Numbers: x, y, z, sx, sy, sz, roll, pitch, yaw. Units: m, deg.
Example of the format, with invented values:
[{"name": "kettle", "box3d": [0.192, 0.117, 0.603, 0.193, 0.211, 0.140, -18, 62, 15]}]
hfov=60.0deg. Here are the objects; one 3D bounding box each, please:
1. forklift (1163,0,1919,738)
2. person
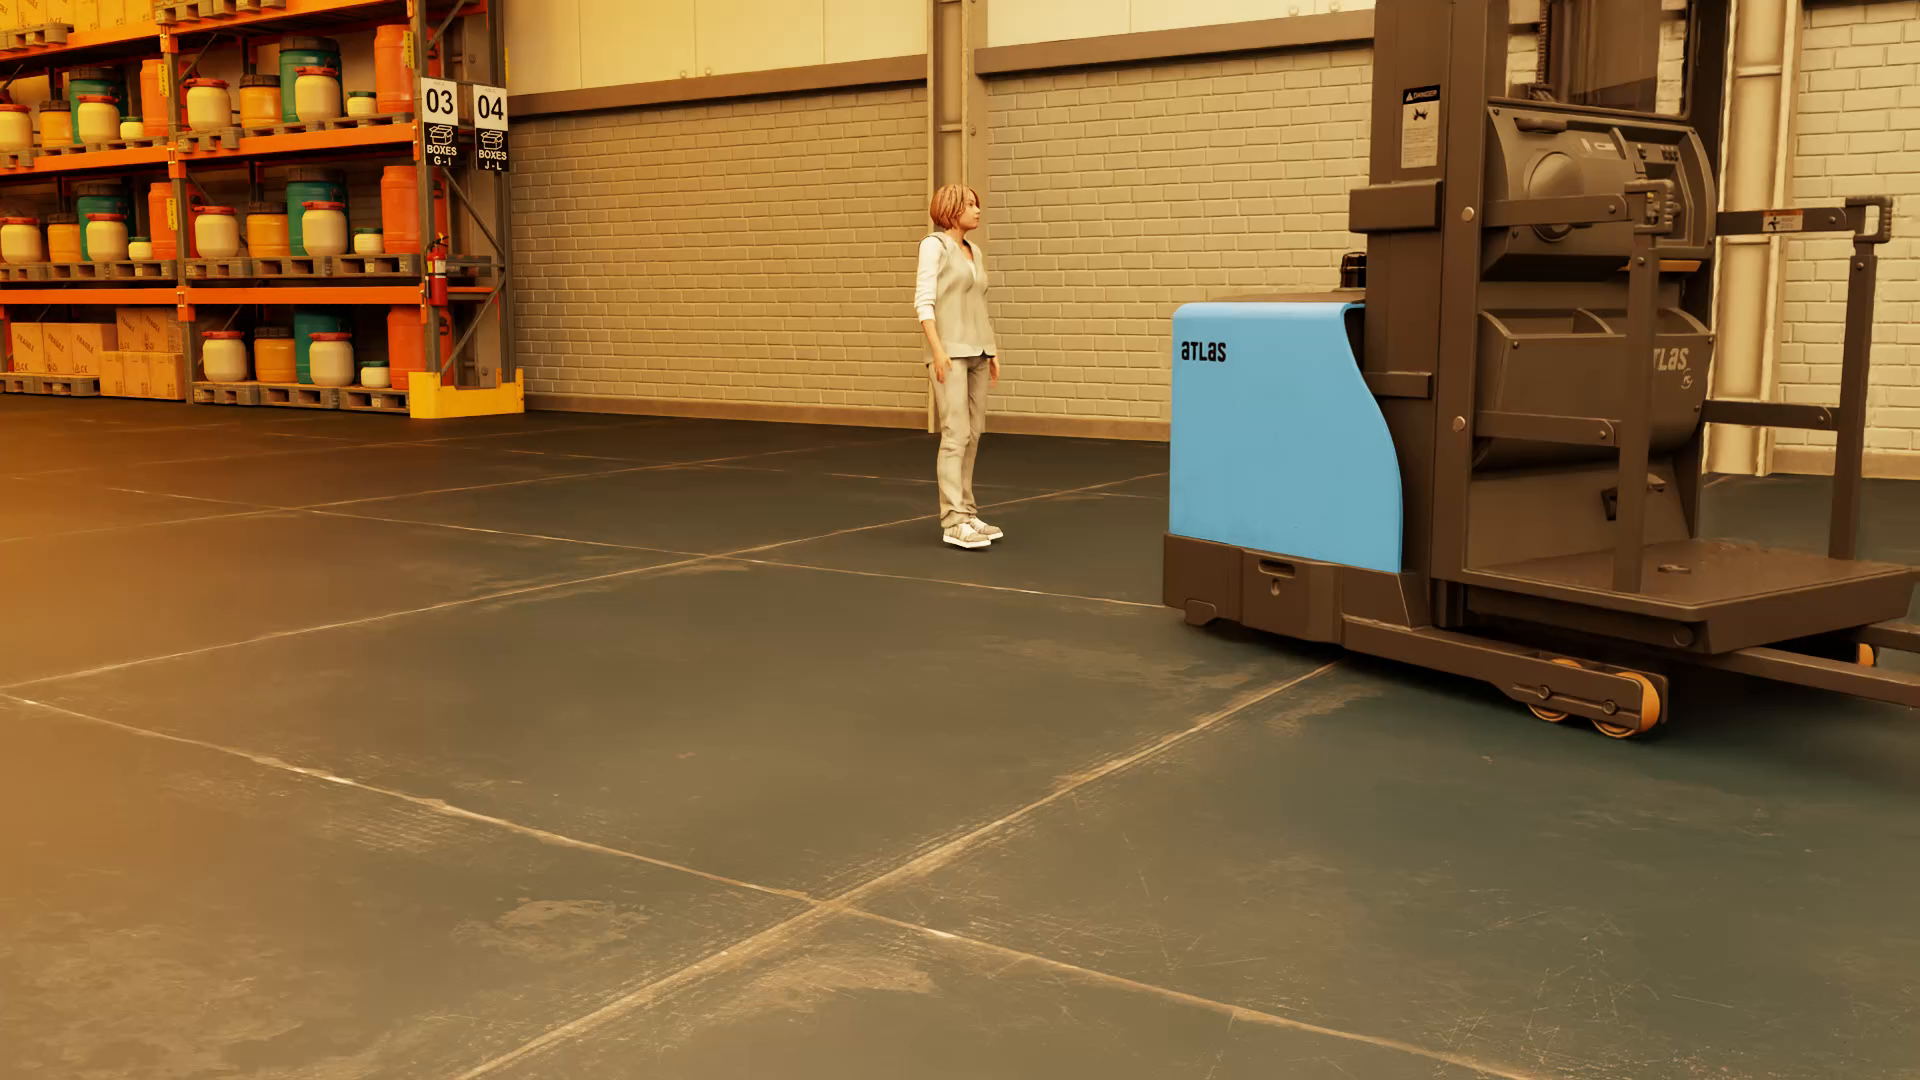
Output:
[{"name": "forklift", "box3d": [1.917, -1.034, 4.462, 1.130, 2.935, 3.031, -5, 10, -33]}, {"name": "person", "box3d": [0.054, -0.790, 7.438, 0.473, 1.599, 0.521, 5, 10, 34]}]
